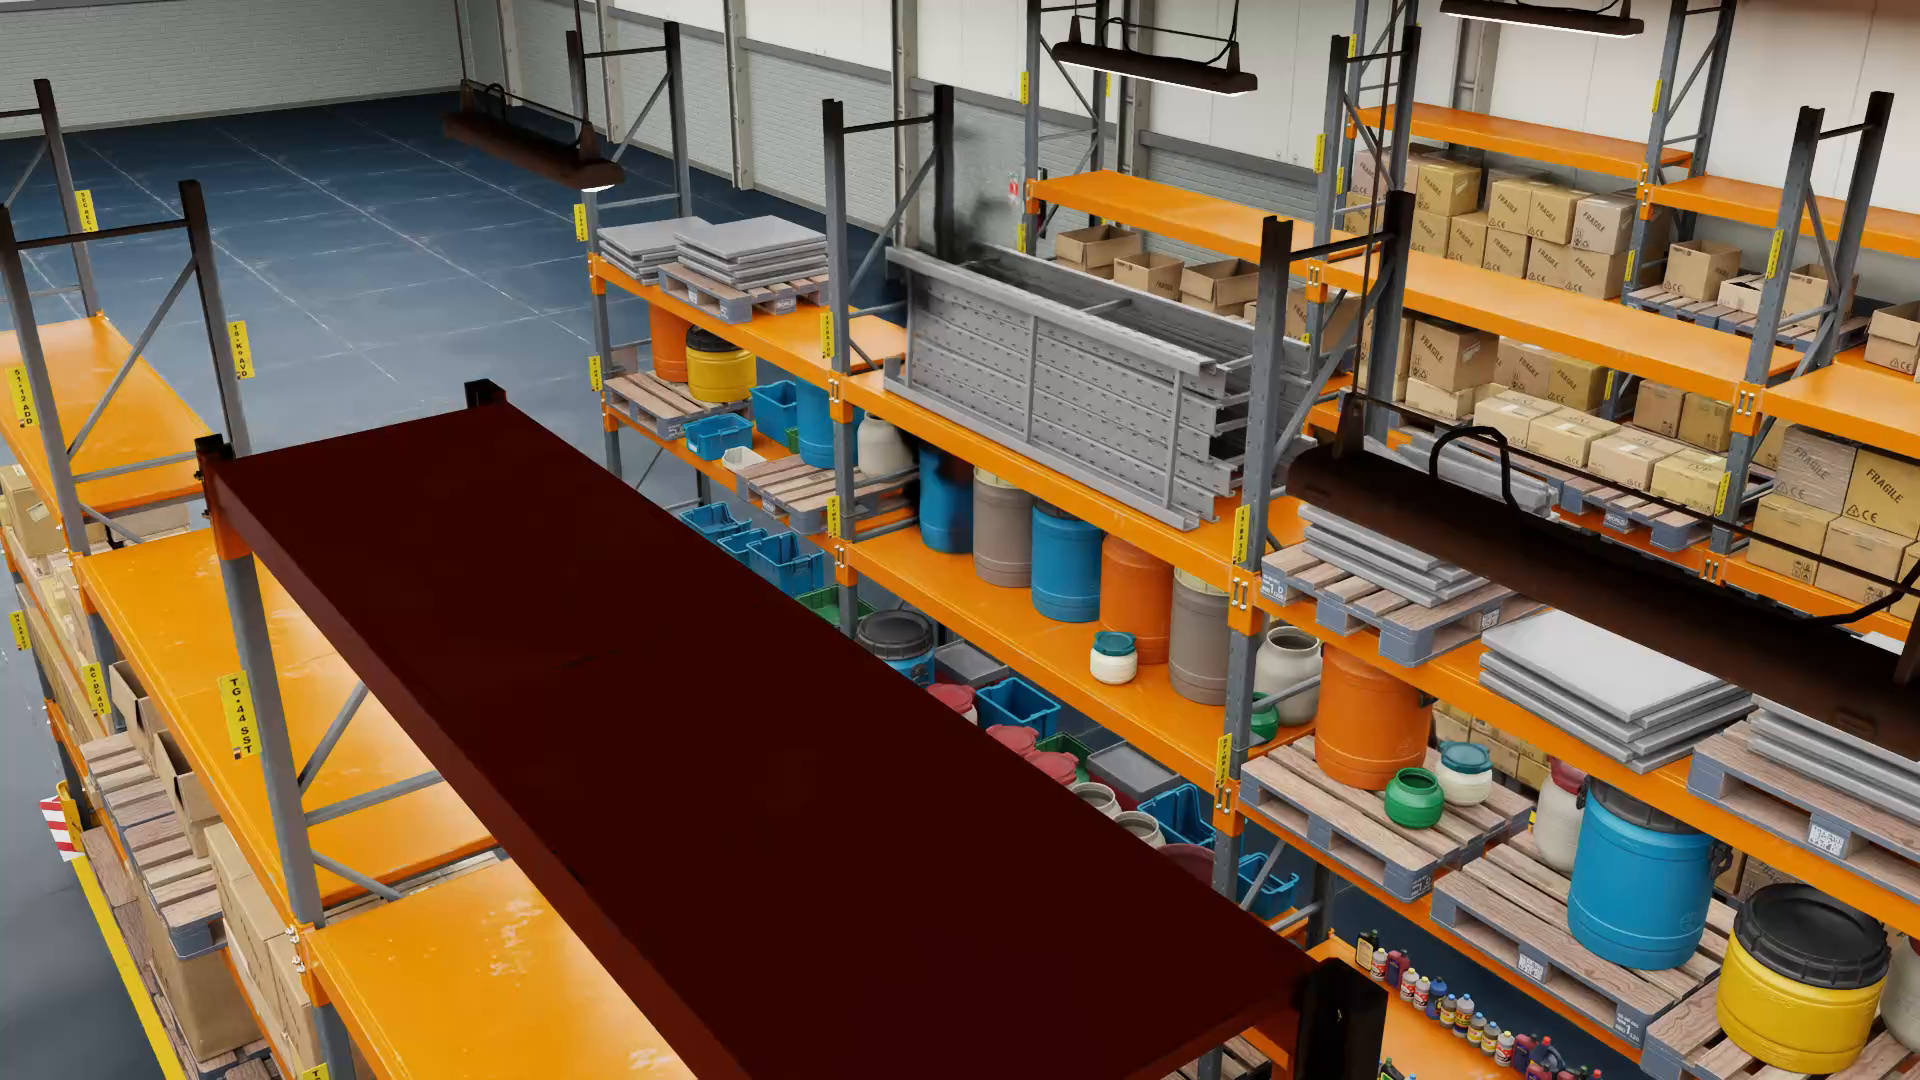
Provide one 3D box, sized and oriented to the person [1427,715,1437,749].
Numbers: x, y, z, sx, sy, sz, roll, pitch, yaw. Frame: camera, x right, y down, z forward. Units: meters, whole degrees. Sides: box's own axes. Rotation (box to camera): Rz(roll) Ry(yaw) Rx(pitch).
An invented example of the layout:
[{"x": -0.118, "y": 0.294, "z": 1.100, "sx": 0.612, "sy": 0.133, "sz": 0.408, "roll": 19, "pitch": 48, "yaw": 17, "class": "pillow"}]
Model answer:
[{"x": 3.229, "y": 1.887, "z": 12.249, "sx": 0.888, "sy": 1.656, "sz": 0.710, "roll": 19, "pitch": 31, "yaw": 35, "class": "person"}]
